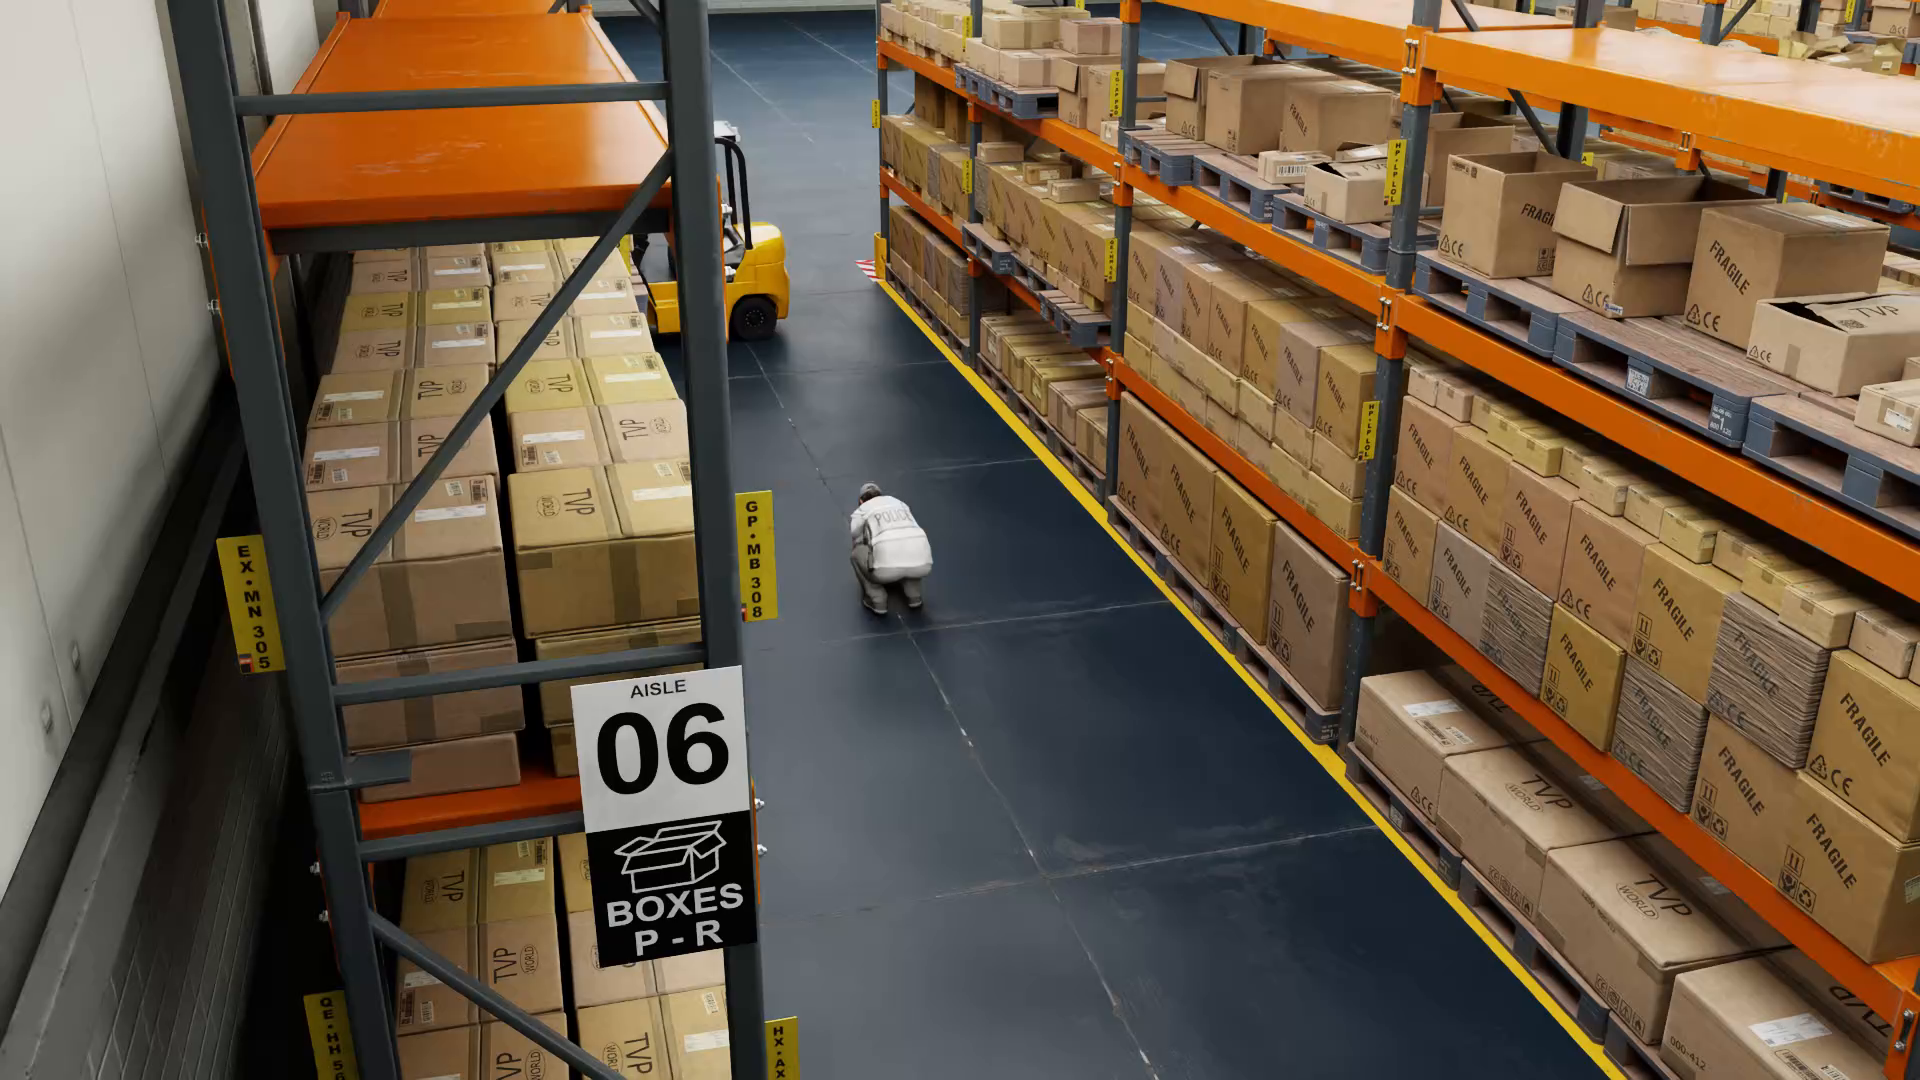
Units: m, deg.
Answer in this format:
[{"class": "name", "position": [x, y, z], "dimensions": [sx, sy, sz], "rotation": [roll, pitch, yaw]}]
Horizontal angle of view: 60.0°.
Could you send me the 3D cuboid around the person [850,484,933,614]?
[{"class": "person", "position": [-0.505, 0.096, 11.683], "dimensions": [0.518, 0.818, 0.871], "rotation": [-6, 24, -15]}]
